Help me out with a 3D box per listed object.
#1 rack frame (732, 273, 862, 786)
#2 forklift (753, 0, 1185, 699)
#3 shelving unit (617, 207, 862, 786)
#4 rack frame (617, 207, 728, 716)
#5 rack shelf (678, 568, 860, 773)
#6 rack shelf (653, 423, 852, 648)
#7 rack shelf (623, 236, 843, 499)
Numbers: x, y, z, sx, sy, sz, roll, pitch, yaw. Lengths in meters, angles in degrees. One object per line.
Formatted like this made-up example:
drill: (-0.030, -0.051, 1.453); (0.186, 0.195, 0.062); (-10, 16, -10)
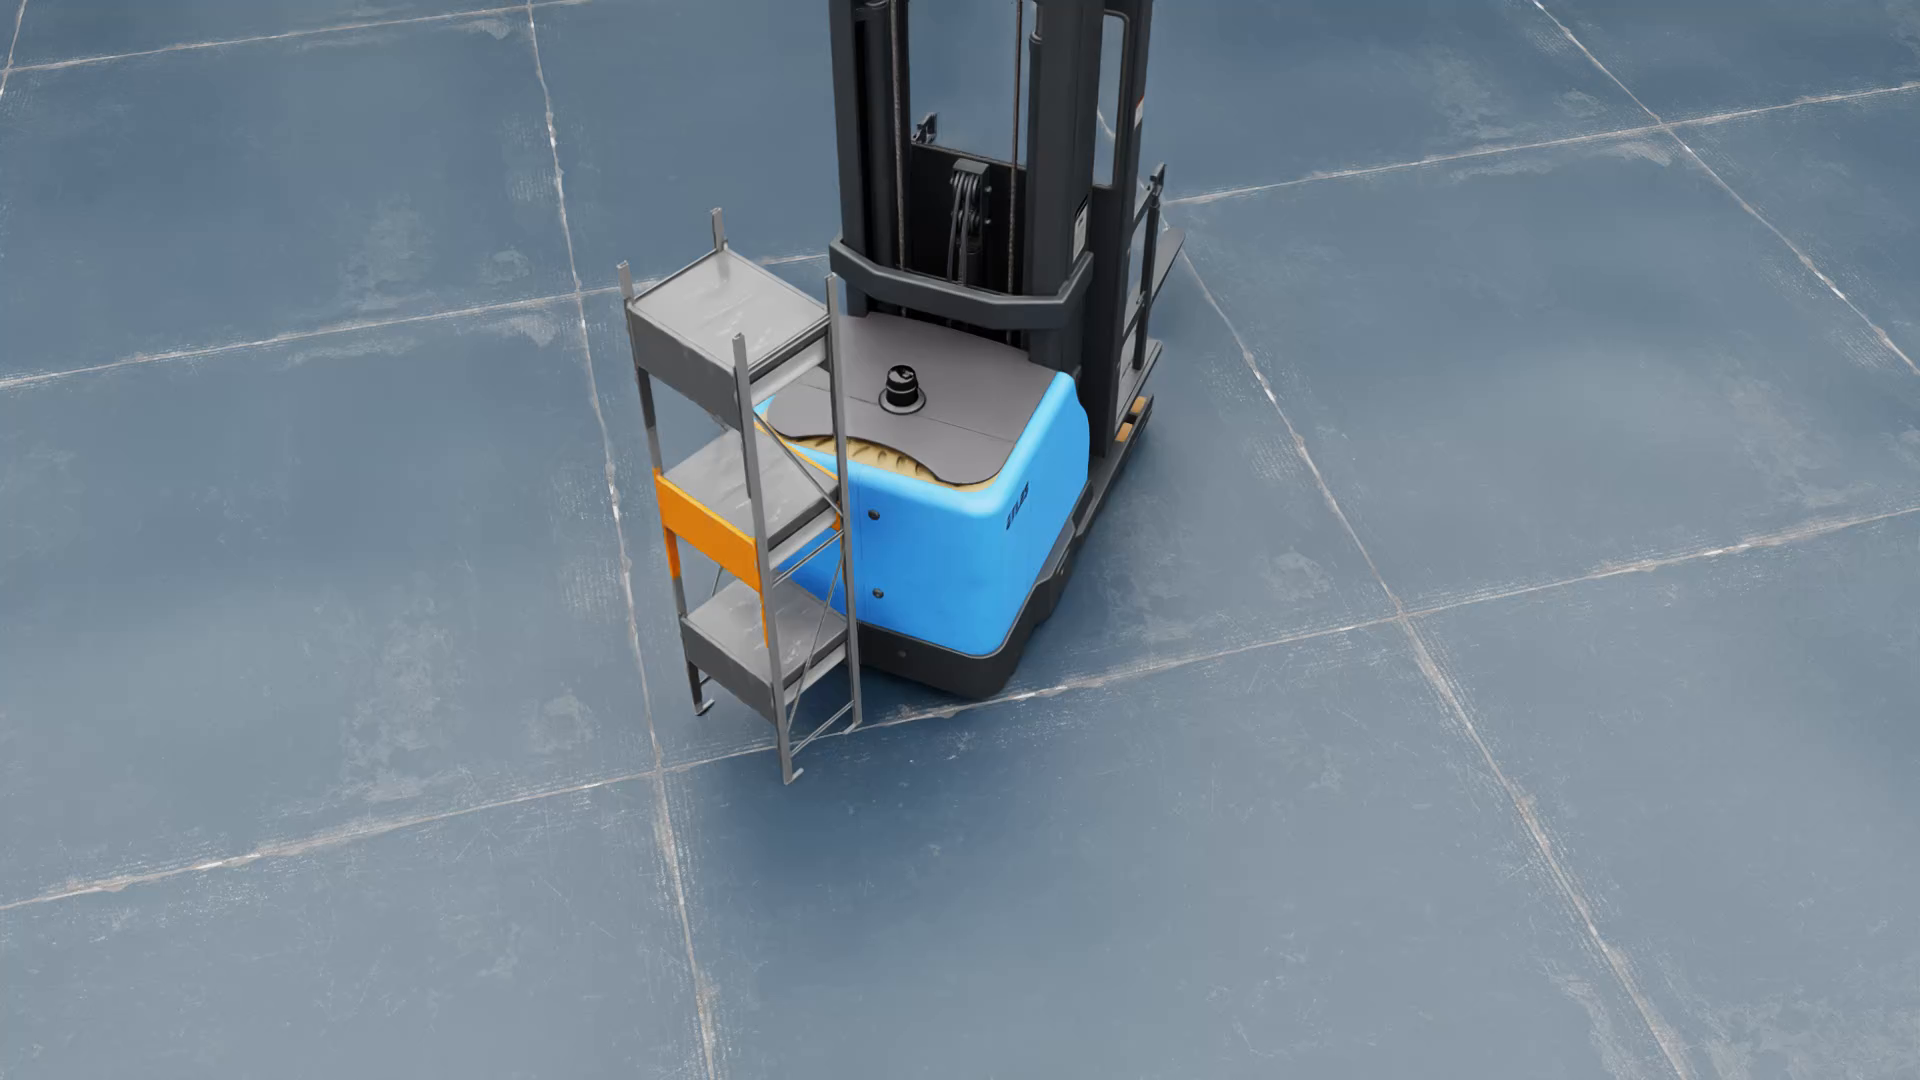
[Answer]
rack frame: (-0.502, 0.065, 5.467); (0.015, 2.100, 0.400); (33, 54, 27)
forklift: (0.220, -1.491, 6.409); (1.130, 2.935, 3.031); (16, 48, 15)
shelving unit: (-0.685, -0.052, 5.579); (0.503, 2.100, 0.431); (33, 54, 27)
rack frame: (-0.868, -0.169, 5.690); (0.015, 2.100, 0.400); (33, 54, 27)
rack shelf: (-0.690, 0.444, 6.091); (0.480, 0.518, 0.431); (33, 54, 27)
rack shelf: (-0.685, -0.043, 5.588); (0.480, 0.518, 0.431); (33, 54, 27)
rack shelf: (-0.681, -0.530, 5.086); (0.480, 0.518, 0.431); (33, 54, 27)
